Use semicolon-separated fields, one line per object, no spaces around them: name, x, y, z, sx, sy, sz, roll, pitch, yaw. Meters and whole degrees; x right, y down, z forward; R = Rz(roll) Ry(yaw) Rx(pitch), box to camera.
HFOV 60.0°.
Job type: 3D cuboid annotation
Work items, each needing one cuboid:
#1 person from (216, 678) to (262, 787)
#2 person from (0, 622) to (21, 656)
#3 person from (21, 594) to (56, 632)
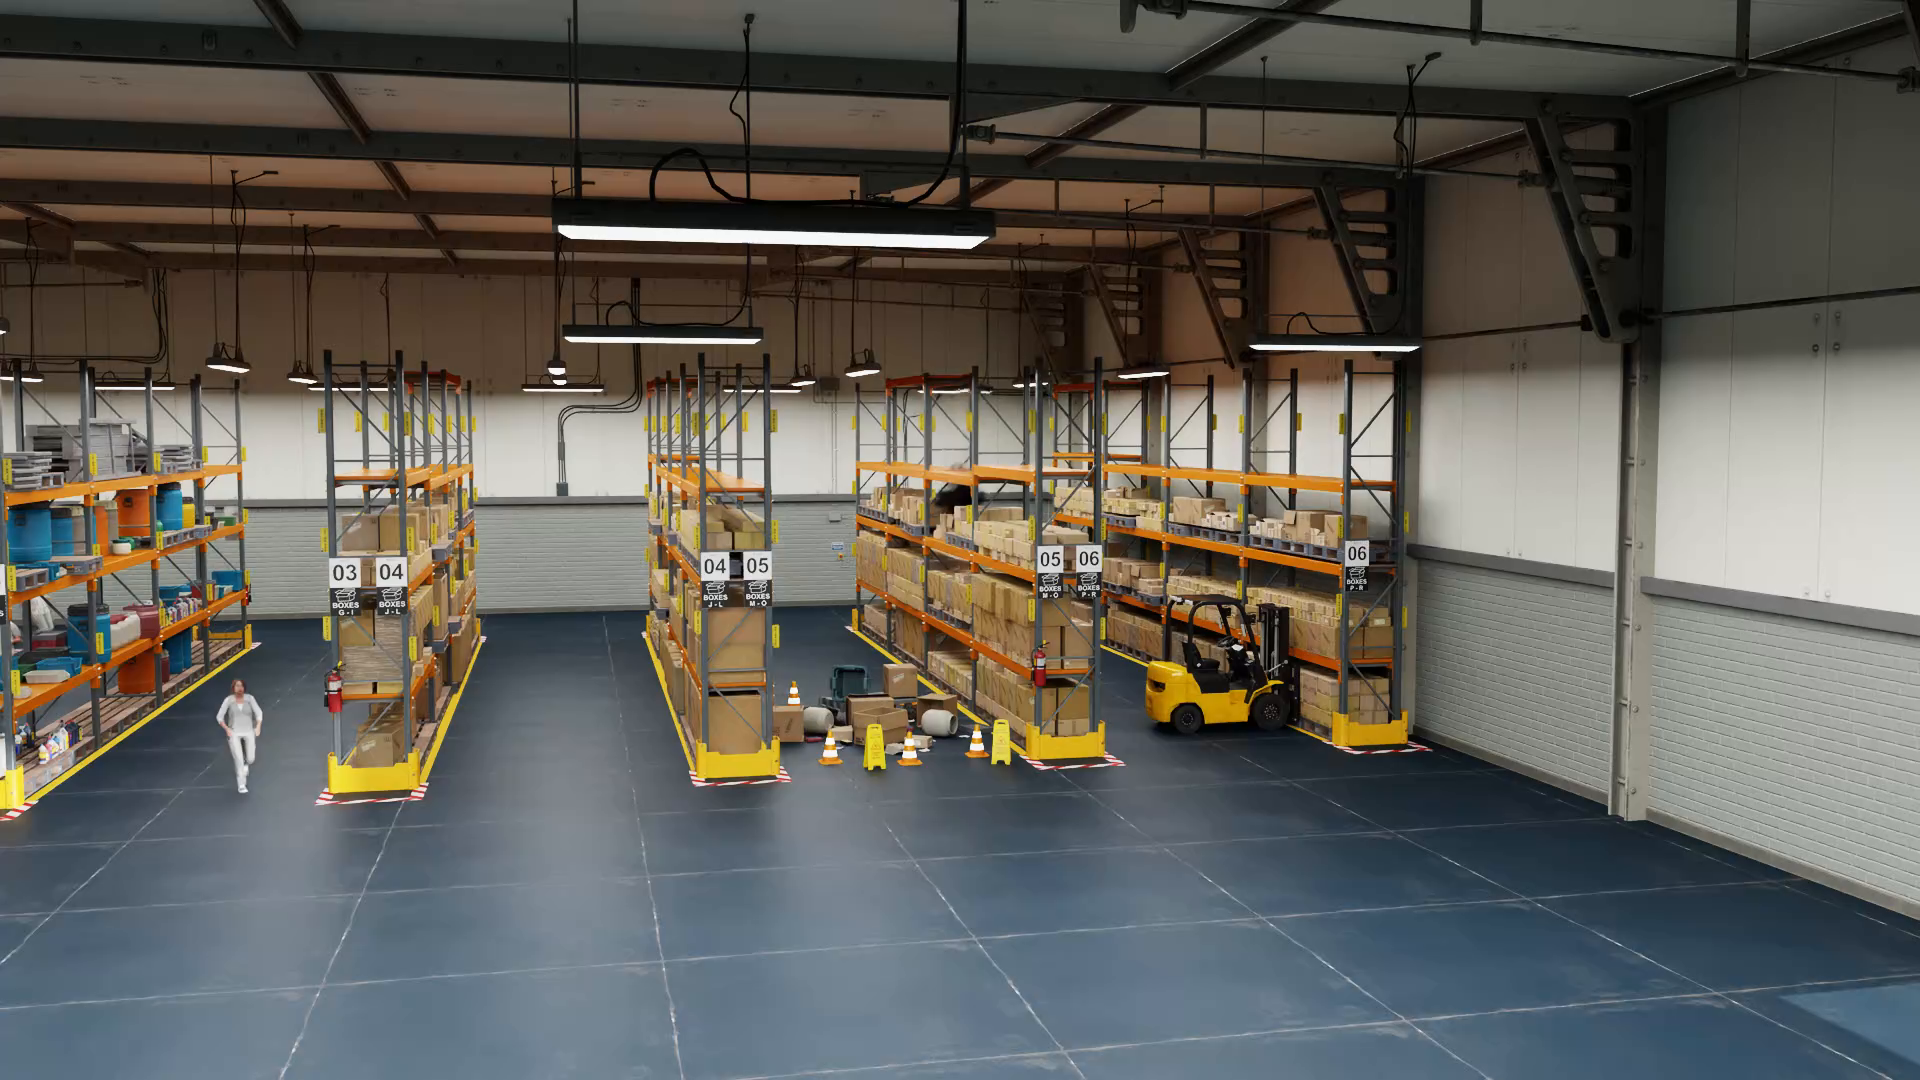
person;-9.828;2.617;22.688;0.584;1.486;0.541;-2;5;-32
person;-16.837;2.070;29.217;0.615;1.842;0.859;-2;4;-24
person;-20.347;1.605;36.823;0.496;1.531;0.657;2;4;25
